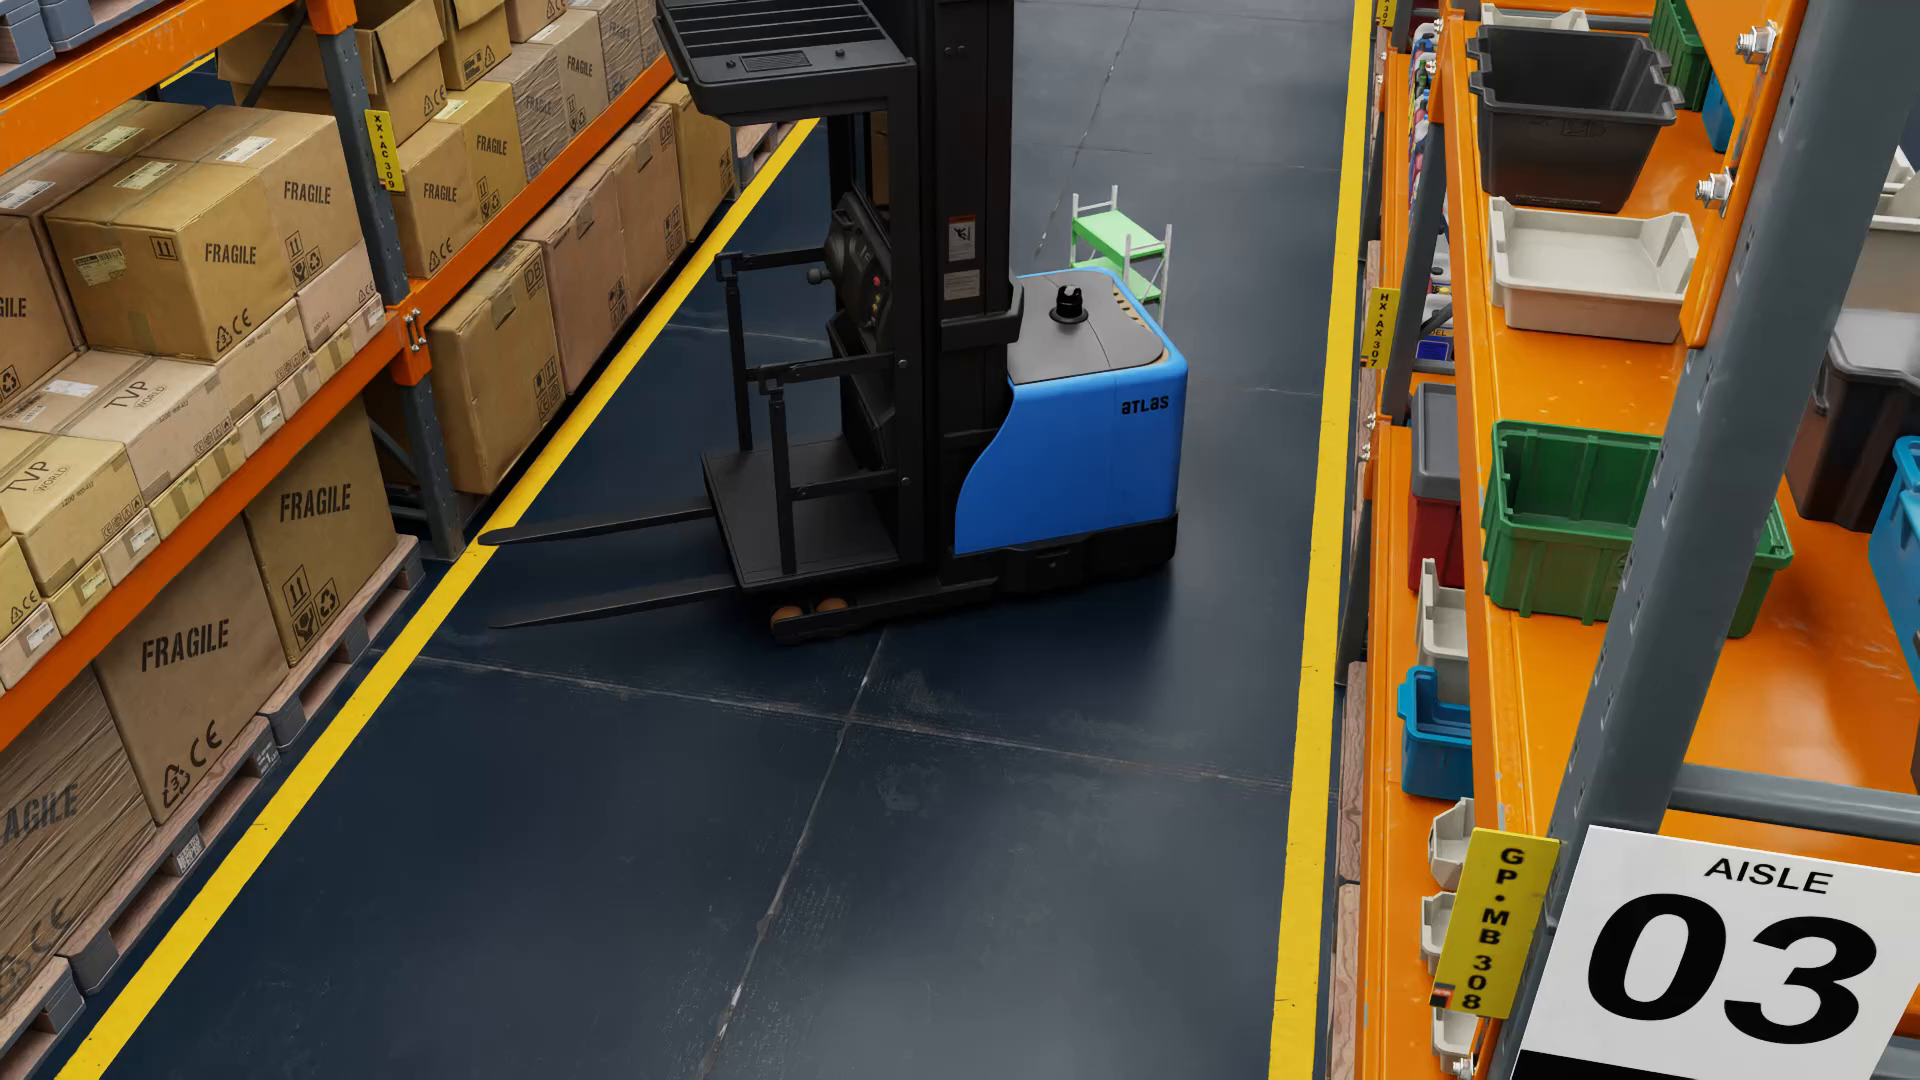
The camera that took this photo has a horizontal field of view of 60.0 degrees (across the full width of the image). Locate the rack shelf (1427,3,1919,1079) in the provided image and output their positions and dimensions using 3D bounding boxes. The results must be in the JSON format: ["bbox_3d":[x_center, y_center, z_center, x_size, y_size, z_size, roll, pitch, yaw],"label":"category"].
[{"bbox_3d":[1.628,-0.357,3.744,1.077,0.370,4.000,7,37,10],"label":"rack shelf"}]

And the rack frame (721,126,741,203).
[{"bbox_3d":[-1.930,-3.495,10.016,1.000,3.000,0.127,7,37,10],"label":"rack frame"}]

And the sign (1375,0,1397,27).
[{"bbox_3d":[2.370,-3.005,9.201,0.100,0.325,0.005,7,37,10],"label":"sign"}]

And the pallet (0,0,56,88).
[{"bbox_3d":[-3.232,-1.215,4.390,1.003,0.211,1.213,7,37,10],"label":"pallet"}]

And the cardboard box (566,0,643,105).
[{"bbox_3d":[-2.013,-2.638,8.749,0.500,0.500,0.500,6,36,8],"label":"cardboard box"}]

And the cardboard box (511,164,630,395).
[{"bbox_3d":[-2.477,-1.393,8.569,1.225,0.875,0.875,6,36,8],"label":"cardboard box"}]

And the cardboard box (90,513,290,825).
[{"bbox_3d":[-3.195,0.373,6.132,0.875,0.875,0.875,7,37,10],"label":"cardboard box"}]

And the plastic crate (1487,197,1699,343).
[{"bbox_3d":[1.399,-0.611,3.706,0.437,0.136,0.530,7,37,10],"label":"plastic crate"}]

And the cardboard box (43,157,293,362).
[{"bbox_3d":[-2.732,-0.981,5.783,0.500,0.500,0.500,8,37,10],"label":"cardboard box"}]

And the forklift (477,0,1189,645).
[{"bbox_3d":[-0.599,-1.084,6.748,3.031,2.935,1.130,-10,37,-13],"label":"forklift"}]

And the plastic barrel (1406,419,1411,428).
[{"bbox_3d":[2.339,-0.617,7.475,0.600,0.901,0.708,7,37,10],"label":"plastic barrel"}]

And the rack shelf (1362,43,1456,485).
[{"bbox_3d":[2.482,-1.436,7.788,1.077,0.370,4.000,7,37,10],"label":"rack shelf"}]

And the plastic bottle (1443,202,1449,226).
[{"bbox_3d":[2.009,-1.296,7.087,0.152,0.276,0.135,7,37,10],"label":"plastic bottle"}]

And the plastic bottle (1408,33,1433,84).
[{"bbox_3d":[2.449,-2.551,8.824,0.097,0.271,0.097,0,36,0],"label":"plastic bottle"}]

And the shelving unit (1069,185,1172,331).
[{"bbox_3d":[0.760,-1.075,8.209,0.258,1.200,0.503,-16,39,-22],"label":"shelving unit"}]

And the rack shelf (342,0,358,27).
[{"bbox_3d":[-2.357,-3.271,7.765,1.077,0.370,4.000,7,37,10],"label":"rack shelf"}]

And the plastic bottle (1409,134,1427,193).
[{"bbox_3d":[2.167,-1.760,7.665,0.144,0.351,0.185,7,37,10],"label":"plastic bottle"}]

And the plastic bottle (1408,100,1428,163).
[{"bbox_3d":[2.210,-1.962,8.001,0.061,0.283,0.133,7,37,10],"label":"plastic bottle"}]

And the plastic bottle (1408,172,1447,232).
[{"bbox_3d":[2.087,-1.506,7.377,0.152,0.276,0.135,7,37,10],"label":"plastic bottle"}]

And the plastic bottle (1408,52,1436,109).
[{"bbox_3d":[2.402,-2.351,8.543,0.152,0.276,0.135,7,37,10],"label":"plastic bottle"}]

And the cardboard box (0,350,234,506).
[{"bbox_3d":[-2.839,-0.386,5.600,0.500,0.250,0.500,8,37,11],"label":"cardboard box"}]

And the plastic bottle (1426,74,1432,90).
[{"bbox_3d":[2.410,-2.278,8.447,0.097,0.271,0.097,0,36,0],"label":"plastic bottle"}]

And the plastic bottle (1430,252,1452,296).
[{"bbox_3d":[1.901,-1.006,6.688,0.152,0.276,0.135,7,37,10],"label":"plastic bottle"}]

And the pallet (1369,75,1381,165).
[{"bbox_3d":[3.375,-2.881,11.546,1.003,0.211,1.213,7,37,10],"label":"pallet"}]

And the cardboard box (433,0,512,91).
[{"bbox_3d":[-2.498,-2.407,7.576,0.797,0.503,0.637,8,37,10],"label":"cardboard box"}]

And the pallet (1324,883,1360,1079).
[{"bbox_3d":[1.677,1.676,5.257,1.003,0.211,1.213,7,37,10],"label":"pallet"}]

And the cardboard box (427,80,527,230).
[{"bbox_3d":[-2.335,-1.763,7.541,0.500,0.500,0.500,7,37,10],"label":"cardboard box"}]

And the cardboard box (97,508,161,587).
[{"bbox_3d":[-2.859,-0.001,5.410,0.380,0.149,0.250,8,37,11],"label":"cardboard box"}]

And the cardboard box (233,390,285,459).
[{"bbox_3d":[-2.694,-0.442,6.018,0.380,0.149,0.250,8,37,11],"label":"cardboard box"}]

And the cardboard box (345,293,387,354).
[{"bbox_3d":[-2.529,-0.884,6.628,0.380,0.149,0.250,8,37,10],"label":"cardboard box"}]

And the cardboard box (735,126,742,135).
[{"bbox_3d":[-1.806,-3.047,11.154,0.700,0.500,0.500,5,36,8],"label":"cardboard box"}]

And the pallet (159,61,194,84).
[{"bbox_3d":[-6.511,-3.488,12.383,1.003,0.211,1.213,7,37,10],"label":"pallet"}]

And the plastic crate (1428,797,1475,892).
[{"bbox_3d":[1.354,0.806,4.256,0.298,0.136,0.250,7,37,10],"label":"plastic crate"}]

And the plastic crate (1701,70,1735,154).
[{"bbox_3d":[2.172,-1.166,4.389,0.416,0.233,0.300,7,37,10],"label":"plastic crate"}]

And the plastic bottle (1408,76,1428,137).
[{"bbox_3d":[2.280,-2.150,8.260,0.061,0.283,0.133,7,37,10],"label":"plastic bottle"}]

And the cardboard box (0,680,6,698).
[{"bbox_3d":[-3.022,0.442,4.798,0.380,0.149,0.250,7,36,9],"label":"cardboard box"}]

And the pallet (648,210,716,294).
[{"bbox_3d":[-2.172,-1.923,10.224,1.003,0.211,1.213,7,37,10],"label":"pallet"}]

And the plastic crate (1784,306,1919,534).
[{"bbox_3d":[1.795,-0.318,3.130,0.504,0.338,0.767,7,37,10],"label":"plastic crate"}]

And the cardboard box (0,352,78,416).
[{"bbox_3d":[-3.356,-0.443,5.679,0.500,0.250,0.500,8,37,11],"label":"cardboard box"}]

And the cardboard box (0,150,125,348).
[{"bbox_3d":[-3.249,-1.041,5.866,0.500,0.500,0.500,7,37,10],"label":"cardboard box"}]

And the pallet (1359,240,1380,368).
[{"bbox_3d":[2.781,-1.288,9.347,1.003,0.211,1.213,7,37,10],"label":"pallet"}]

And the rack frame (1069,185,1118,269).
[{"bbox_3d":[0.650,-1.203,8.385,0.240,1.200,0.015,-16,39,-22],"label":"rack frame"}]

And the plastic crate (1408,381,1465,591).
[{"bbox_3d":[1.619,-0.150,5.296,0.402,0.464,0.583,7,37,10],"label":"plastic crate"}]

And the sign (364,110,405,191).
[{"bbox_3d":[-2.241,-1.515,6.480,0.100,0.325,0.005,7,37,10],"label":"sign"}]

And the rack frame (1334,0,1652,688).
[{"bbox_3d":[2.055,-0.581,5.995,1.000,3.000,0.127,7,37,10],"label":"rack frame"}]

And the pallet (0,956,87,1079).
[{"bbox_3d":[-3.544,1.753,5.152,1.003,0.211,1.213,7,37,10],"label":"pallet"}]
